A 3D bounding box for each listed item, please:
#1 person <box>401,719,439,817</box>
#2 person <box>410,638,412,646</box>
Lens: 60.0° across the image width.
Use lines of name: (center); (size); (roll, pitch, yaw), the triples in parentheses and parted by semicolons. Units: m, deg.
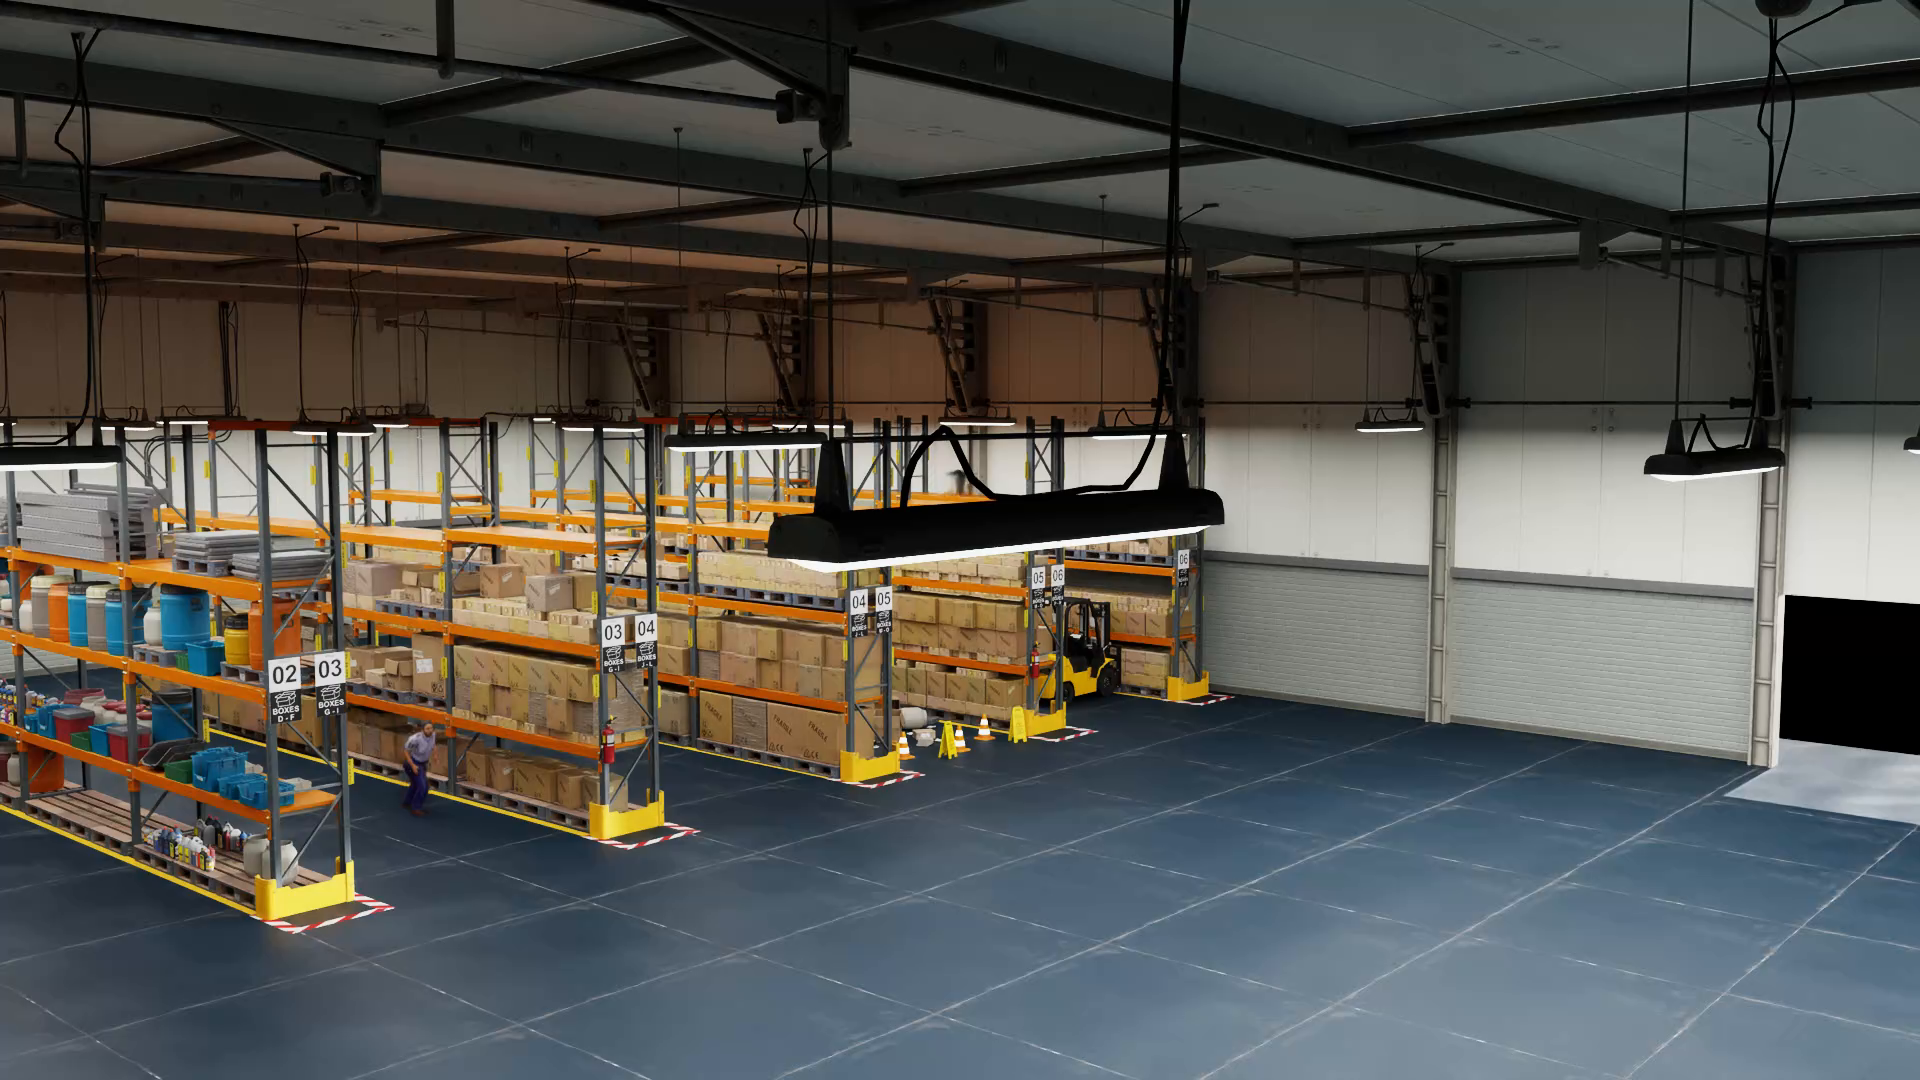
person: (-8.358, 3.471, 25.576); (0.768, 1.521, 0.686); (1, 5, 14)
person: (-13.053, 2.134, 40.010); (0.833, 1.729, 0.593); (1, 5, 15)
